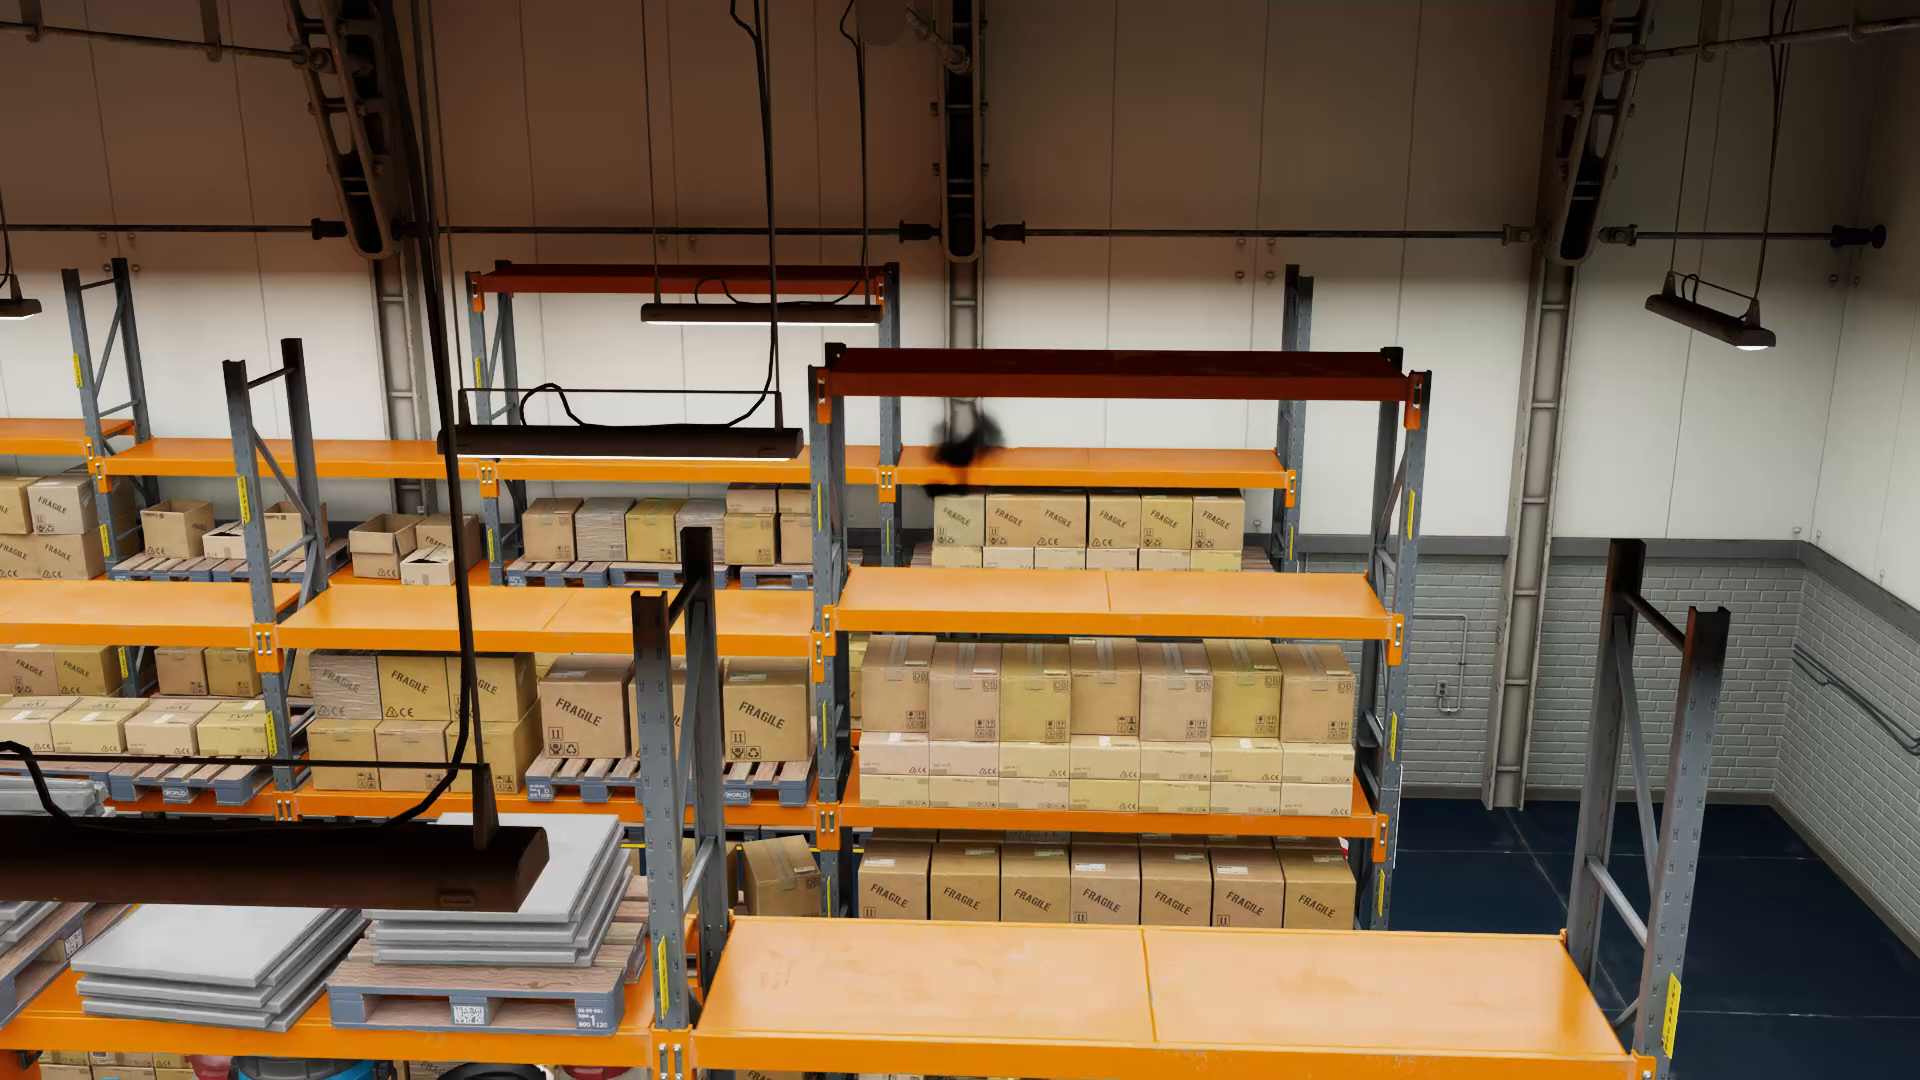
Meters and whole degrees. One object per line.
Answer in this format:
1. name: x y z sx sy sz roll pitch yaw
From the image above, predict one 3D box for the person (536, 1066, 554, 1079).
1. person: -2.725 4.228 10.920 0.723 1.743 0.673 -3 16 -11
